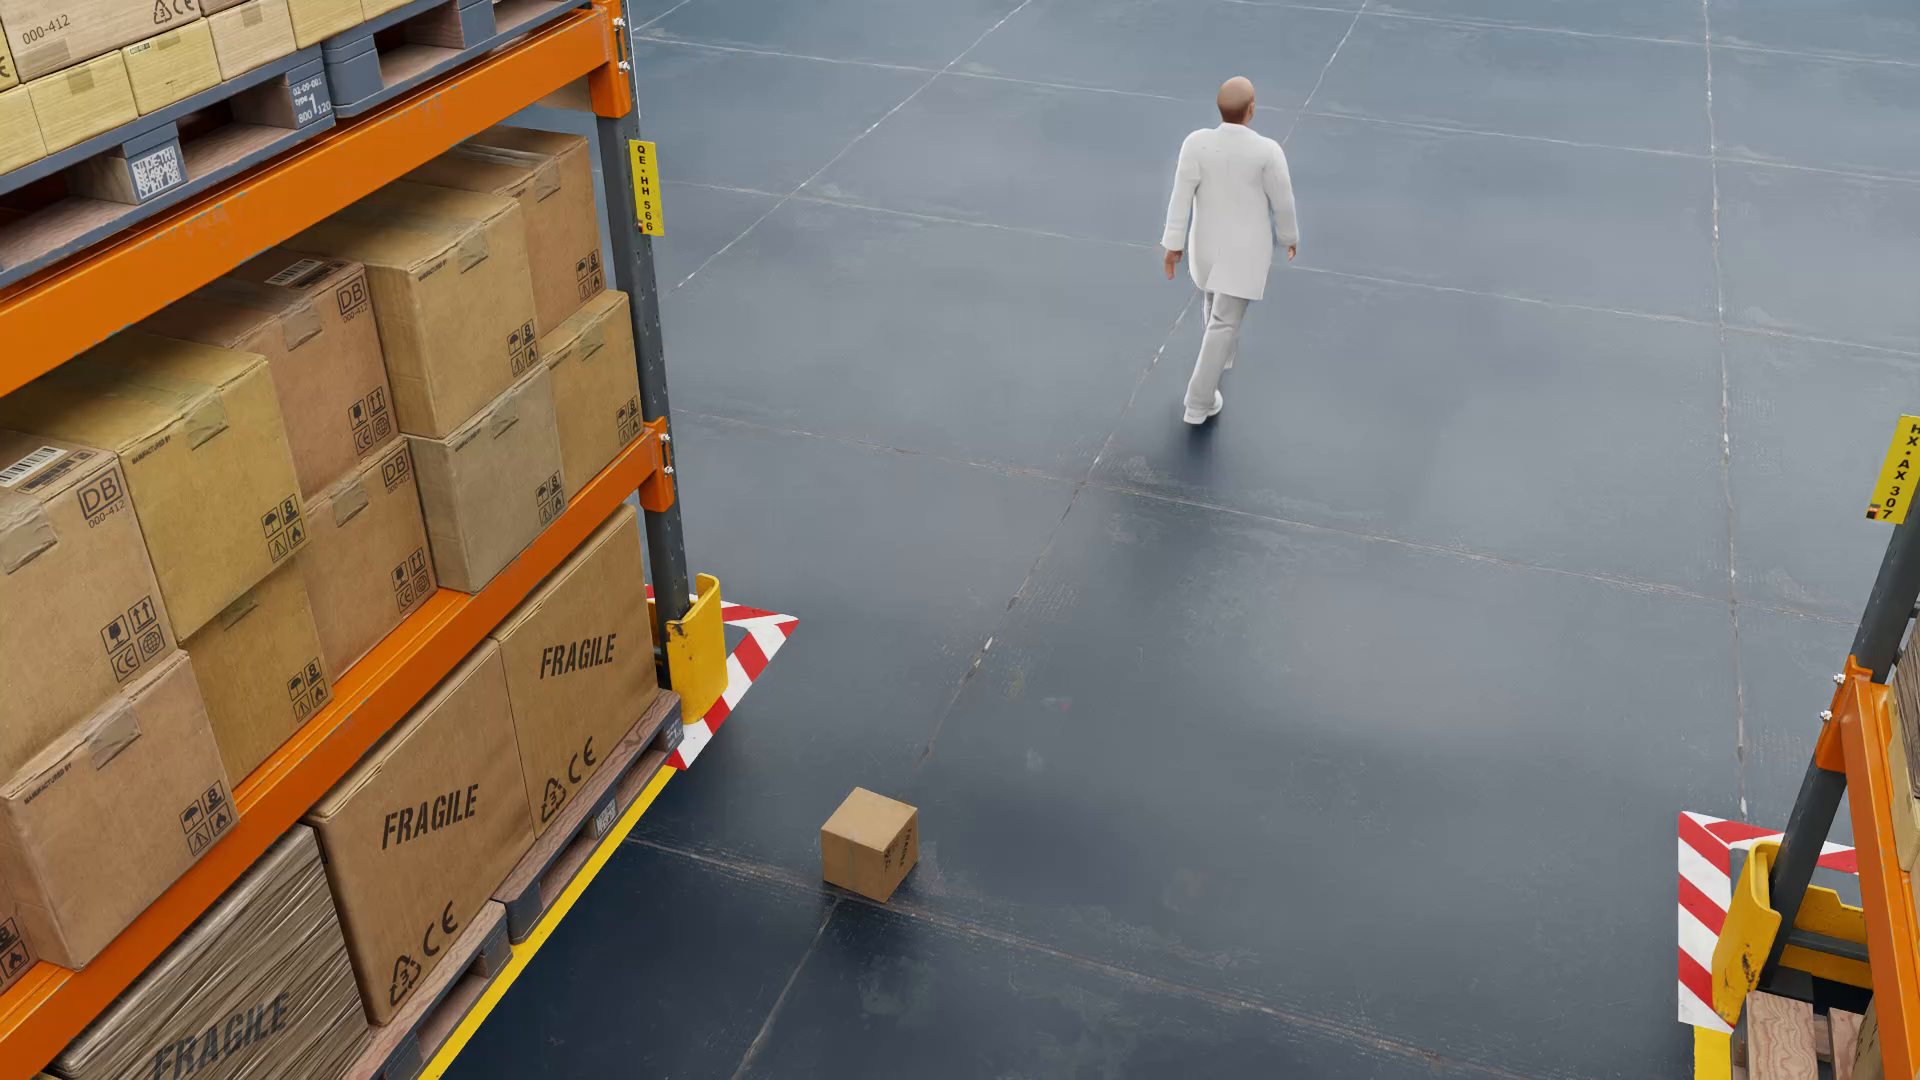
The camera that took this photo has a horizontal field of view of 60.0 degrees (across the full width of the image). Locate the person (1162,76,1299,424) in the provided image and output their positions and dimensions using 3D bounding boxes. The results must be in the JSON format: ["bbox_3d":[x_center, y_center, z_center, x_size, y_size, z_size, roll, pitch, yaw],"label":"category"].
[{"bbox_3d":[1.414,-1.550,8.532,0.622,1.723,1.071,17,37,25],"label":"person"}]
